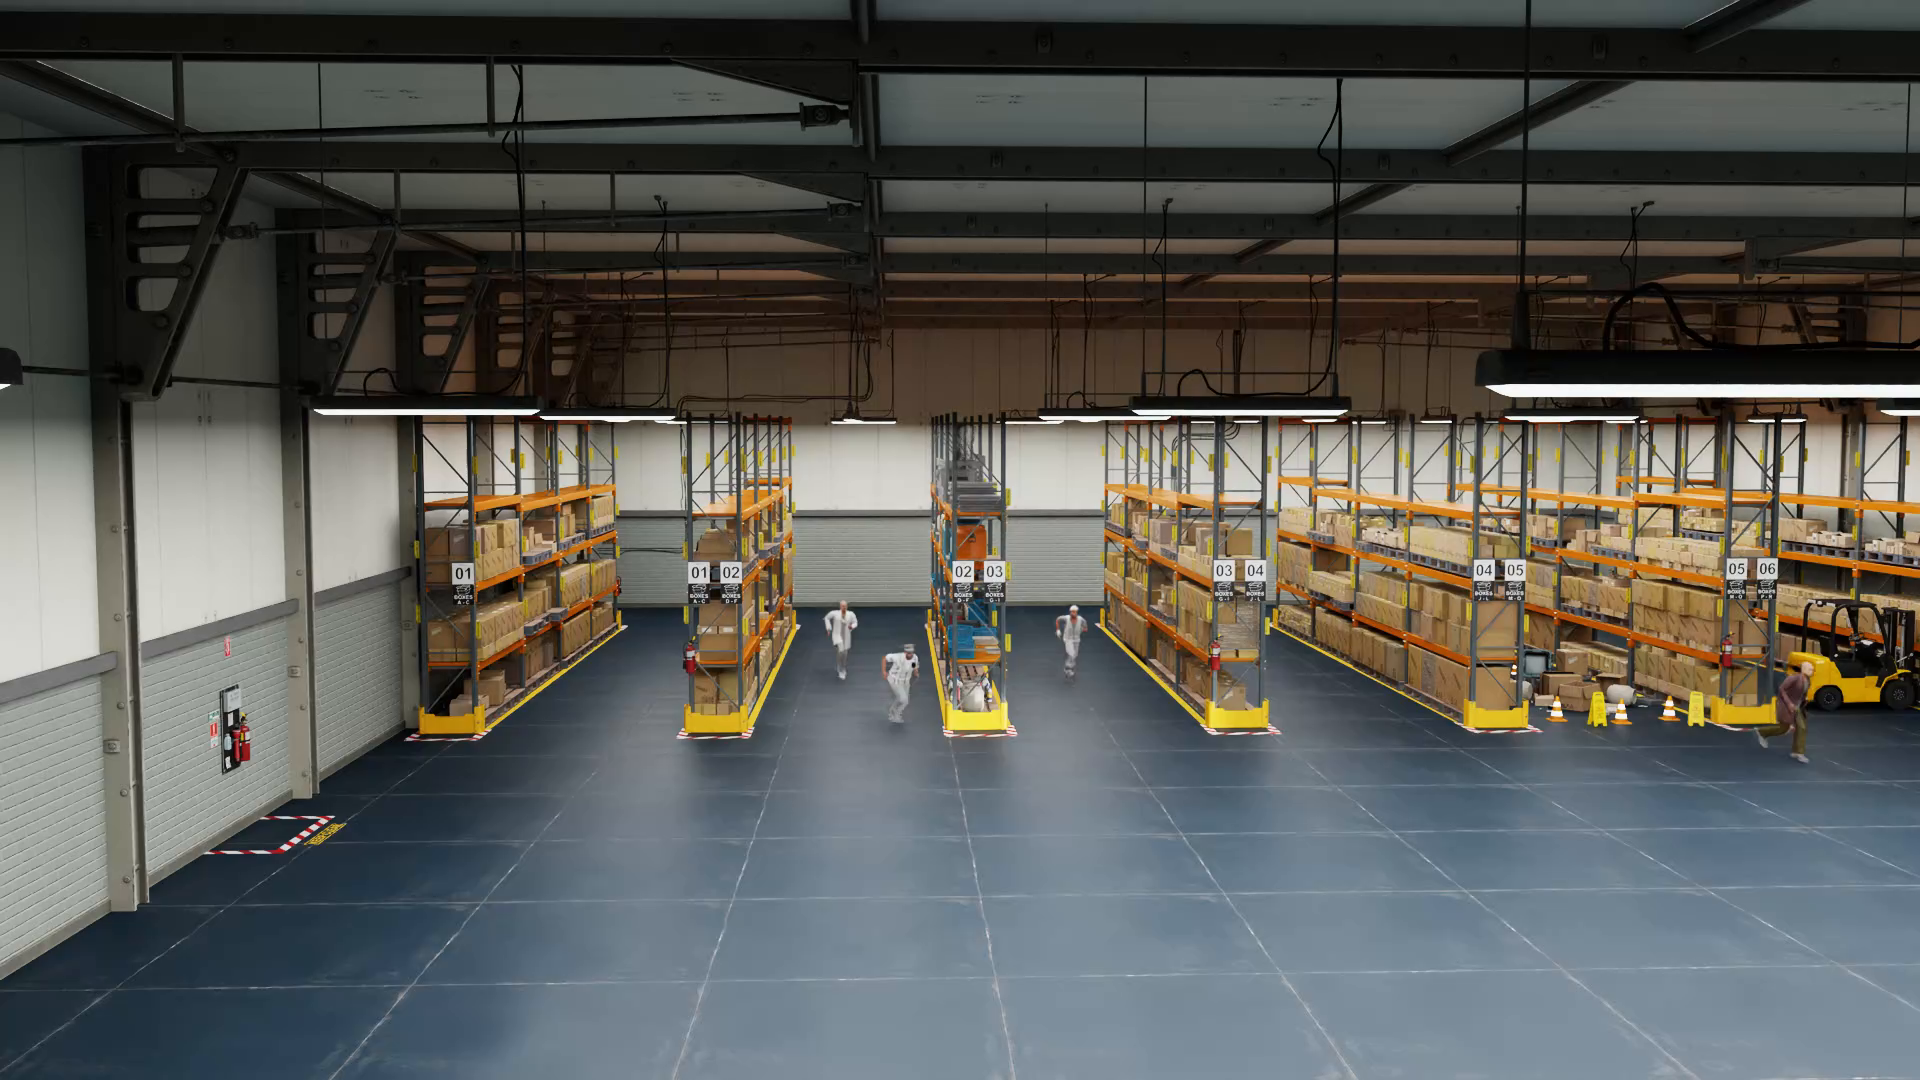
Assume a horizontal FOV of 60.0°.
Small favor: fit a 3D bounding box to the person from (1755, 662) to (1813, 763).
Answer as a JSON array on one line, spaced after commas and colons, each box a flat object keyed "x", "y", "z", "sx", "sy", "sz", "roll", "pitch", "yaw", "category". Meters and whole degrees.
[{"x": 14.299, "y": 2.930, "z": 28.808, "sx": 0.730, "sy": 1.738, "sz": 1.029, "roll": -3, "pitch": 5, "yaw": -35, "category": "person"}]

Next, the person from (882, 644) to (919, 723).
[{"x": -1.145, "y": 2.757, "z": 31.887, "sx": 0.698, "sy": 1.572, "sz": 0.935, "roll": -3, "pitch": 5, "yaw": -35, "category": "person"}]

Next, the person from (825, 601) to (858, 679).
[{"x": -2.720, "y": 2.268, "z": 38.121, "sx": 0.728, "sy": 1.794, "sz": 0.906, "roll": -1, "pitch": 4, "yaw": -18, "category": "person"}]

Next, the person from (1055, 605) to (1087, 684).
[{"x": 2.490, "y": 2.316, "z": 37.225, "sx": 0.646, "sy": 1.764, "sz": 0.953, "roll": -1, "pitch": 4, "yaw": -18, "category": "person"}]

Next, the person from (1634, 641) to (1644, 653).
[{"x": 16.546, "y": 2.162, "z": 40.436, "sx": 0.561, "sy": 1.700, "sz": 0.760, "roll": -1, "pitch": 4, "yaw": -10, "category": "person"}]
